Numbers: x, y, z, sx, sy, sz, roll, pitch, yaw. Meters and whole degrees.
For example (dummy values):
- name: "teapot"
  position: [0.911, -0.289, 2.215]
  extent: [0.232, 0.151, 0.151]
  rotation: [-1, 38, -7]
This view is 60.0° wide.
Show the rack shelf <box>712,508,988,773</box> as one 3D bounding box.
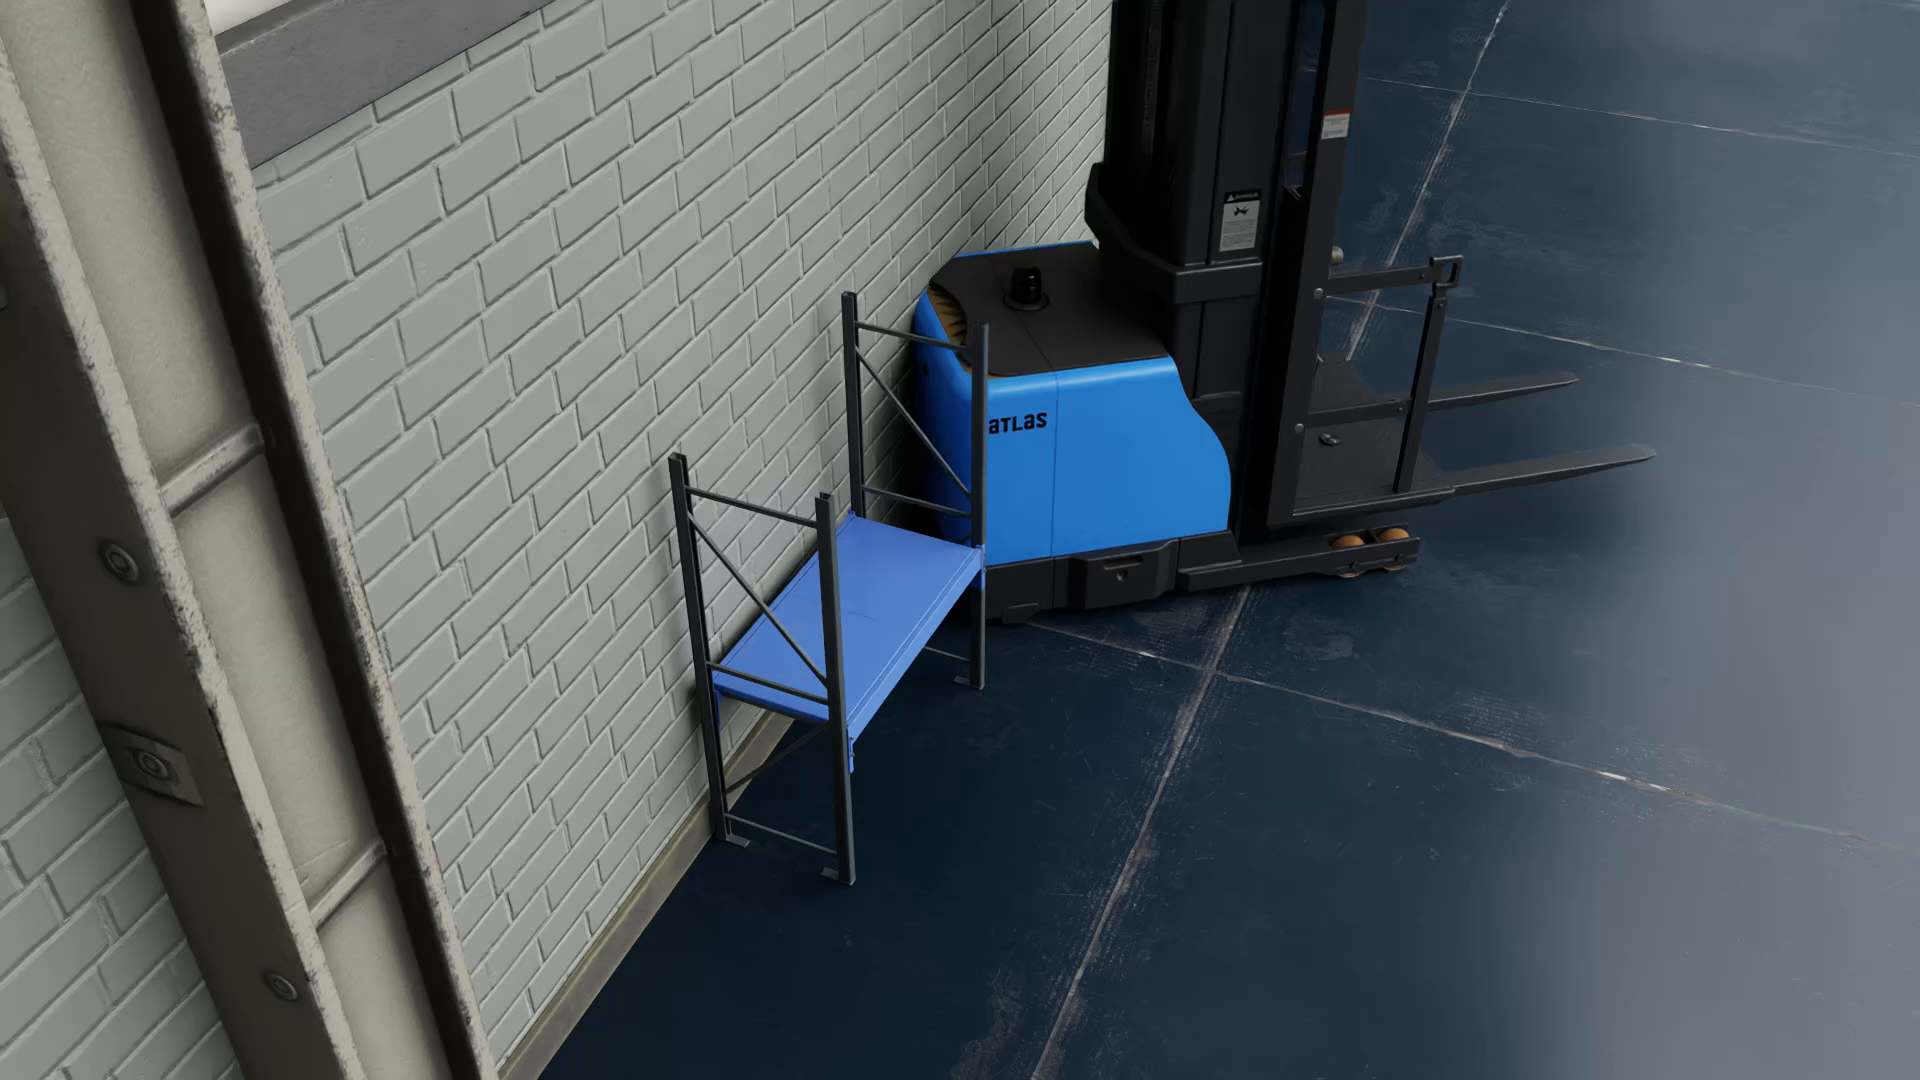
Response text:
- name: "rack shelf"
  position: [-0.356, 0.296, 5.402]
  extent: [0.538, 0.185, 1.000]
  rotation: [15, 39, 19]

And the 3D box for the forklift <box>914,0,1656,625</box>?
- name: "forklift"
  position: [1.323, -1.324, 6.073]
  extent: [3.031, 2.935, 1.130]
  rotation: [-8, 38, -11]

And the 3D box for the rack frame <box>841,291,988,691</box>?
- name: "rack frame"
  position: [-0.145, -0.125, 5.665]
  extent: [0.500, 1.500, 0.032]
  rotation: [15, 39, 19]

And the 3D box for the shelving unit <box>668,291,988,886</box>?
- name: "shelving unit"
  position: [-0.356, 0.152, 5.295]
  extent: [0.538, 1.500, 1.048]
  rotation: [15, 39, 19]

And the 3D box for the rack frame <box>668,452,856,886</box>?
- name: "rack frame"
  position: [-0.566, 0.429, 4.924]
  extent: [0.500, 1.500, 0.032]
  rotation: [15, 39, 19]
